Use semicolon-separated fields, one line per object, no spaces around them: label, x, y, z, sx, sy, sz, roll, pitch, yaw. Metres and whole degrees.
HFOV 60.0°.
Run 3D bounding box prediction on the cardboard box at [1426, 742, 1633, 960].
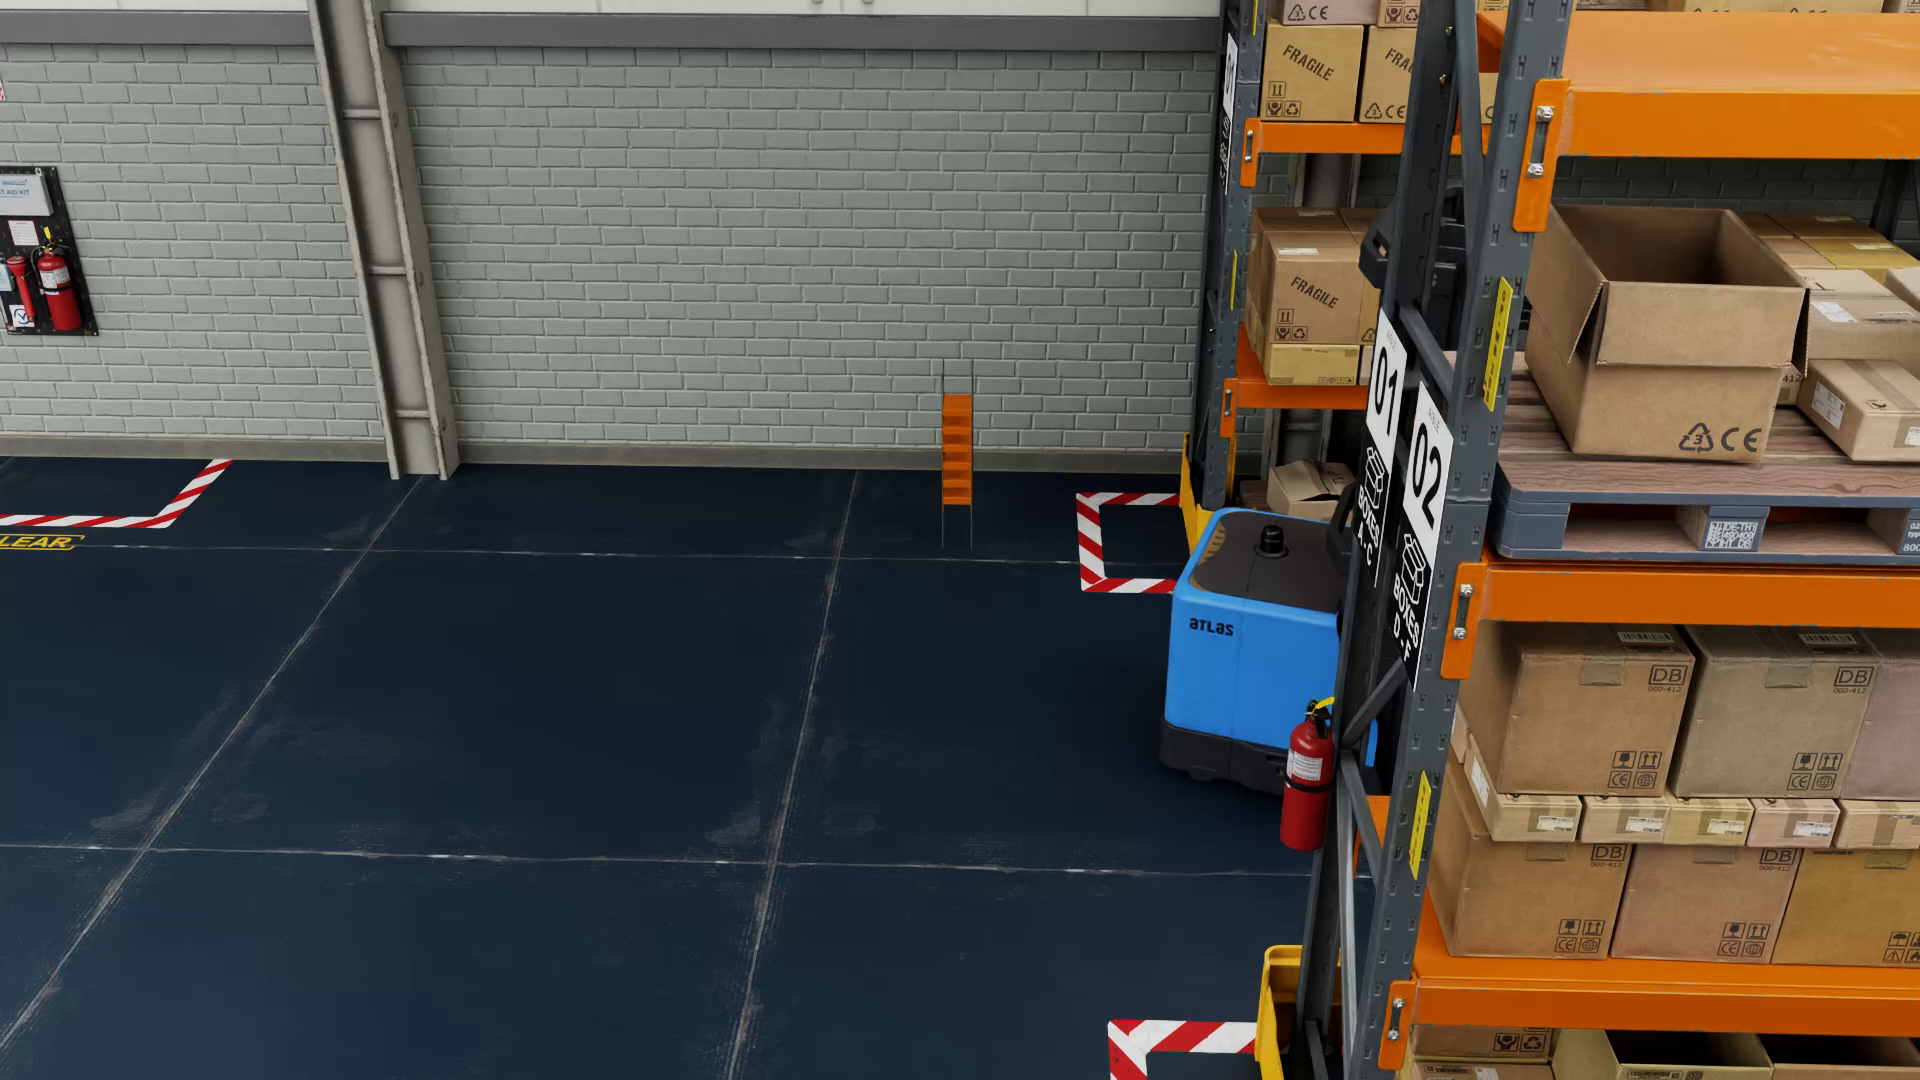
cardboard box;1.840;0.966;5.544;0.500;0.500;0.700;1;28;2

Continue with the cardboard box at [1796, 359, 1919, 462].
cardboard box;2.544;-0.363;4.626;0.250;0.149;0.380;1;28;2

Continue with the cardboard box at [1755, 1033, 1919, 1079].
cardboard box;2.902;1.817;5.732;0.500;0.500;0.500;1;28;2

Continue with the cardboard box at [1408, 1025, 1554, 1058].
cardboard box;1.921;1.564;6.209;0.500;0.500;0.500;1;28;2

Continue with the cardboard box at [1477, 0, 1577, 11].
cardboard box;2.934;-2.987;8.709;0.500;0.500;0.500;2;28;3

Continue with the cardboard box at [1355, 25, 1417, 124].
cardboard box;2.406;-2.552;8.957;0.500;0.500;0.500;3;28;5

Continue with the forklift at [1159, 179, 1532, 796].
forklift;2.583;-0.083;7.702;3.031;2.935;1.130;10;29;18

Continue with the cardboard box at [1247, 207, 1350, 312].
cardboard box;2.024;-1.688;9.995;0.500;0.500;0.500;1;28;1

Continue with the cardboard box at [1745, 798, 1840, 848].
cardboard box;2.524;0.786;5.190;0.250;0.149;0.380;1;28;1

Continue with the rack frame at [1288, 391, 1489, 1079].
rack frame;1.374;0.997;5.593;0.127;3.000;1.000;1;28;2

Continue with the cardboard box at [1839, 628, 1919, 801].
cardboard box;2.923;0.408;5.211;0.500;0.500;0.700;1;28;2

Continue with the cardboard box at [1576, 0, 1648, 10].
cardboard box;3.525;-3.223;9.155;0.500;0.500;0.500;1;28;2

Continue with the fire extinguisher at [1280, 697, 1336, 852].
fire extinguisher;1.272;0.811;6.025;0.183;0.674;0.296;1;28;2

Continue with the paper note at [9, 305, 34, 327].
paper note;-6.364;-1.519;11.280;0.142;0.148;0.016;1;28;2

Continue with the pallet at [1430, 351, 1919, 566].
pallet;2.080;-0.266;4.866;1.213;0.211;1.003;1;28;2

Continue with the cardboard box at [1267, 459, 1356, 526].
cardboard box;2.234;-0.275;10.393;0.500;0.311;0.500;-2;28;-4

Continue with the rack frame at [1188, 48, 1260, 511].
rack frame;1.545;-1.322;9.967;0.127;3.000;1.000;1;28;2

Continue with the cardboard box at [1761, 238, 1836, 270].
cardboard box;4.560;-1.399;9.449;0.500;0.500;0.500;1;28;2

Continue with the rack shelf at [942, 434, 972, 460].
rack shelf;-0.014;-0.597;10.359;0.180;0.103;0.258;1;28;2

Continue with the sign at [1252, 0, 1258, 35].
sign;1.526;-2.780;8.581;0.005;0.325;0.100;1;28;2

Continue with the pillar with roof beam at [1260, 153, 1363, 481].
pillar with roof beam;2.123;-2.351;5.503;0.400;9.000;9.100;1;28;2

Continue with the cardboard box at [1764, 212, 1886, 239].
cardboard box;5.080;-1.635;9.896;0.500;0.500;0.500;0;28;1

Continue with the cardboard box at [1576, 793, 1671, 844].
cardboard box;2.023;0.776;5.209;0.250;0.149;0.380;0;28;0

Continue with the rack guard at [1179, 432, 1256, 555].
rack guard;1.621;-0.217;10.550;0.348;0.500;1.175;1;28;2

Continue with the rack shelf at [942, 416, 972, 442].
rack shelf;-0.014;-0.703;10.303;0.180;0.103;0.258;1;28;2

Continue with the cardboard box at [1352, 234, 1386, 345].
cardboard box;2.505;-1.435;9.517;0.500;0.500;0.500;1;28;2

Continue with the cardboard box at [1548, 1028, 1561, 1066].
cardboard box;2.421;1.899;6.378;0.500;0.250;0.500;1;28;2

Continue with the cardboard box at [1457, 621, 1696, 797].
cardboard box;1.893;0.394;5.238;0.500;0.500;0.700;1;28;2

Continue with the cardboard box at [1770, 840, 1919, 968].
cardboard box;2.861;0.983;5.511;0.500;0.500;0.700;1;28;2

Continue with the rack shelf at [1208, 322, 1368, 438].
rack shelf;3.544;-0.971;10.073;4.000;0.370;1.077;1;28;2

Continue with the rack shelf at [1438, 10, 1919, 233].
rack shelf;3.373;-1.126;4.388;4.000;0.370;1.077;1;28;2

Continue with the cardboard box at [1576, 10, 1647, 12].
cardboard box;3.461;-2.547;8.946;0.500;0.500;0.500;3;28;5

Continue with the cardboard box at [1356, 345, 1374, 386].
cardboard box;2.541;-1.106;9.698;0.500;0.250;0.500;0;28;0

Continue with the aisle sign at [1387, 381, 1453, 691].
aisle sign;1.298;-0.010;4.716;0.004;0.787;0.394;1;28;2

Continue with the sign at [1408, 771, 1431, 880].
sign;1.349;0.839;4.882;0.005;0.325;0.100;1;28;2

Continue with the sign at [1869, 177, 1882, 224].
sign;5.559;-2.027;10.061;0.005;0.325;0.100;1;28;2

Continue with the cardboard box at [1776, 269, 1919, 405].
cardboard box;2.534;-0.614;4.991;0.500;0.250;0.500;1;28;2

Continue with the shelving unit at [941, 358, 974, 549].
shelving unit;-0.014;-0.530;10.395;0.189;1.200;0.258;1;28;2

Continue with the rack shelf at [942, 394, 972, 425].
rack shelf;-0.014;-0.809;10.247;0.180;0.103;0.258;1;28;2

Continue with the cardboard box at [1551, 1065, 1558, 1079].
cardboard box;2.402;2.145;5.913;0.500;0.250;0.500;1;28;2

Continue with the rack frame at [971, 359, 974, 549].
rack frame;0.077;-0.529;10.392;0.006;1.200;0.240;1;28;2

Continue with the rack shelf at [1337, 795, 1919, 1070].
rack shelf;3.373;1.347;5.699;4.000;0.370;1.077;1;28;2

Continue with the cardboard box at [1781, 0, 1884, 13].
cardboard box;4.481;-2.962;8.661;0.500;0.500;0.500;2;28;5

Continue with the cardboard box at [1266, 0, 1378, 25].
cardboard box;1.922;-3.022;8.776;0.500;0.500;0.500;-1;28;-2
